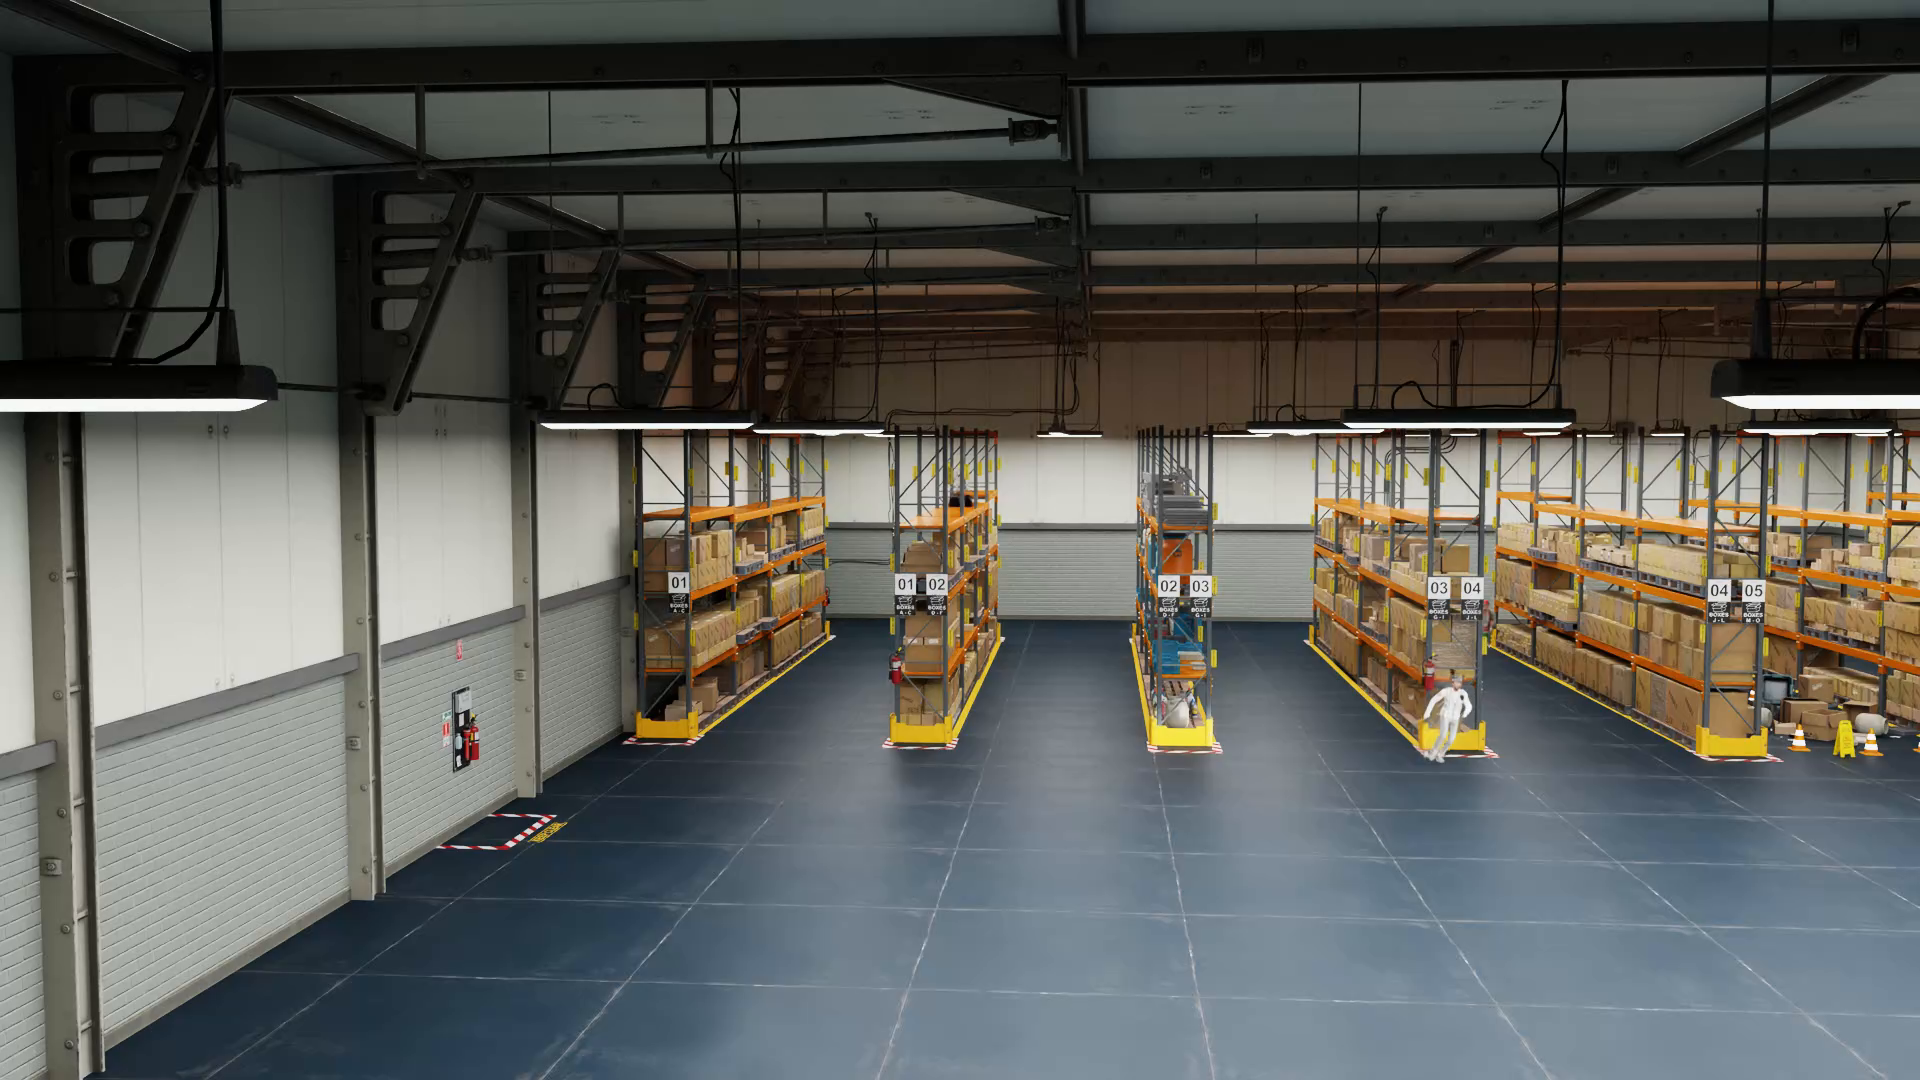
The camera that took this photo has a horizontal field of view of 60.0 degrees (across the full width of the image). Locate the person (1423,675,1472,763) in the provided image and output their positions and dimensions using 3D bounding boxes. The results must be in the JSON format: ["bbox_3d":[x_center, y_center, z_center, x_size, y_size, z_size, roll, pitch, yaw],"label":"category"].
[{"bbox_3d":[8.693,3.183,29.456,0.786,1.613,0.581,-1,3,-9],"label":"person"}]

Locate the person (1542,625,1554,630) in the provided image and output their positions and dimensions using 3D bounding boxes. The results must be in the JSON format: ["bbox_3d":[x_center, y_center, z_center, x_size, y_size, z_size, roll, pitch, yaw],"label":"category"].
[{"bbox_3d":[16.665,2.064,46.781,0.683,1.740,0.677,3,5,41],"label":"person"}]

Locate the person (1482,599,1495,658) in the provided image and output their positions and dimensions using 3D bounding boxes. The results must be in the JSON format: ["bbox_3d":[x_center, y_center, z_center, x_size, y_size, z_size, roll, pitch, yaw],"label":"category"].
[{"bbox_3d":[13.189,2.340,42.119,0.648,1.715,0.705,-1,3,-11],"label":"person"}]
